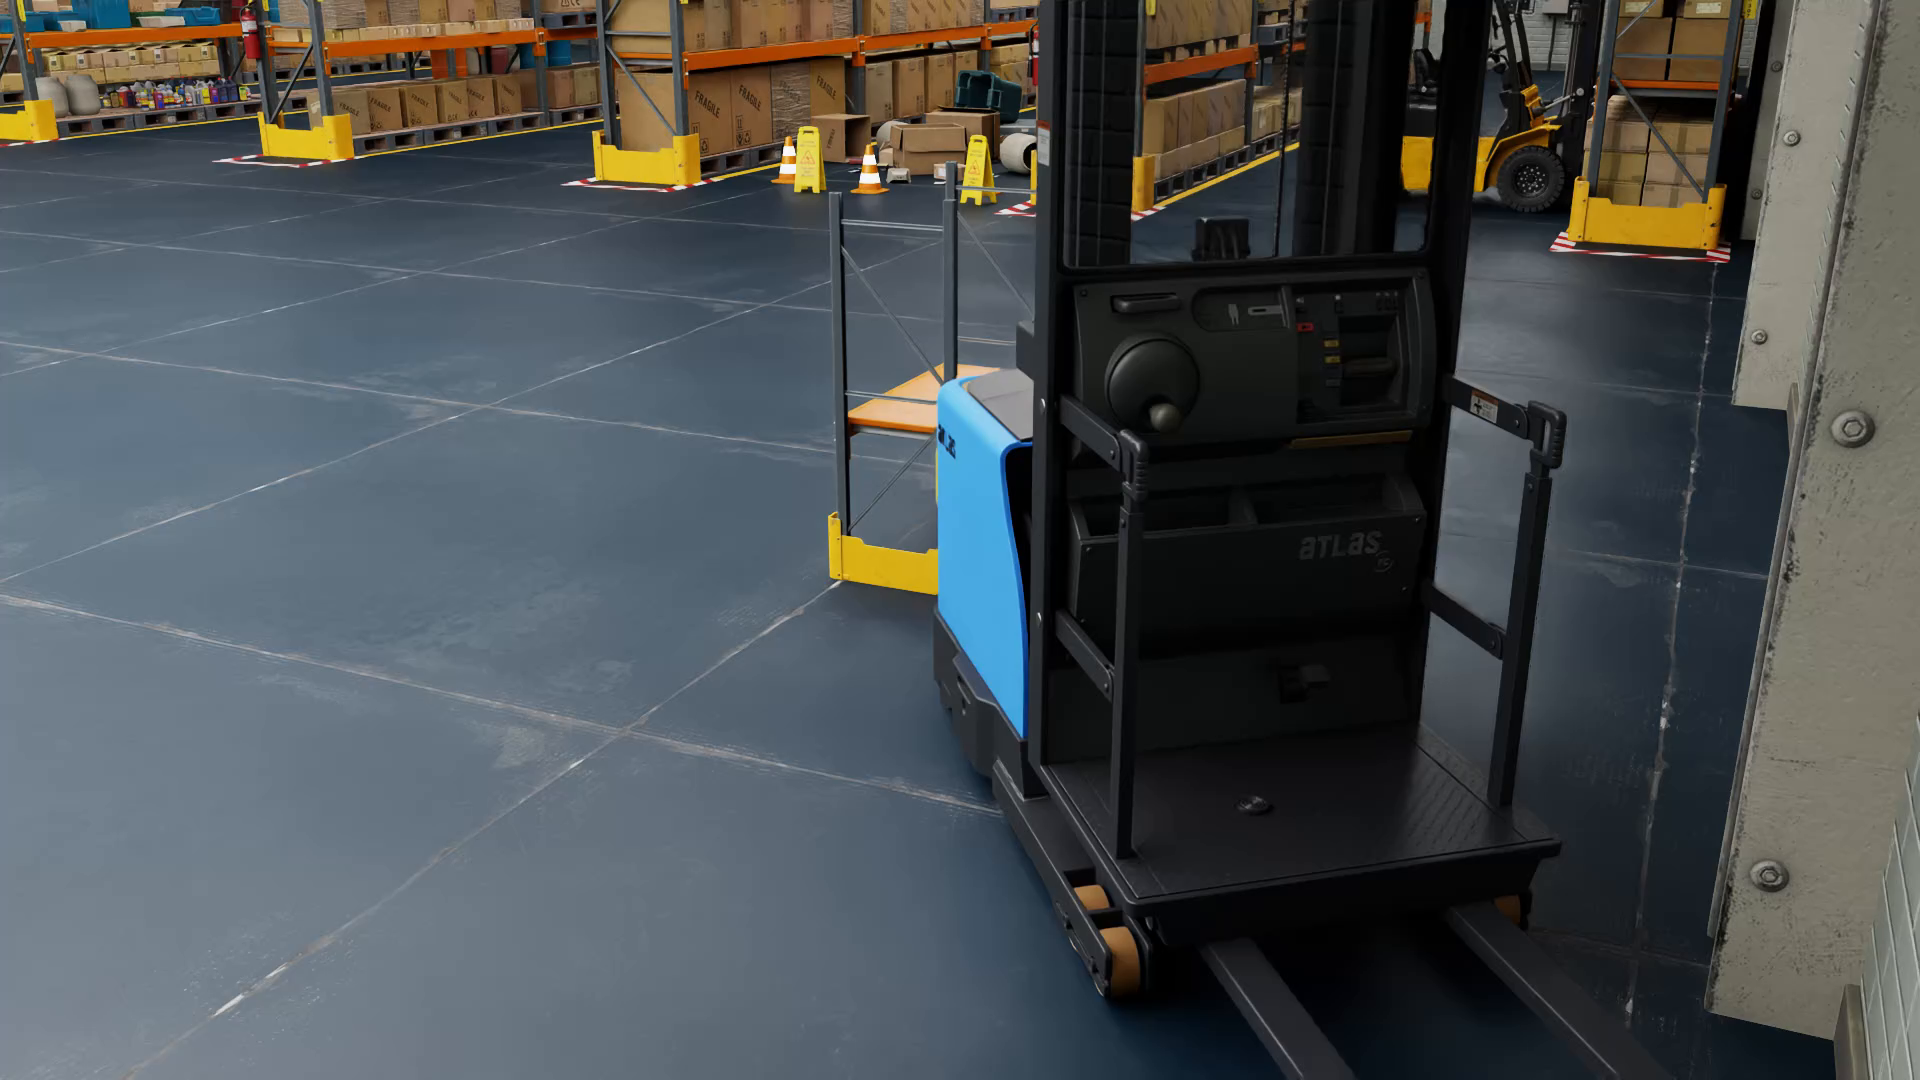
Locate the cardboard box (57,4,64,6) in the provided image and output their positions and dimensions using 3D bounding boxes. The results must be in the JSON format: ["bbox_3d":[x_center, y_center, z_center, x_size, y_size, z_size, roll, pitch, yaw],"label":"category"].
[{"bbox_3d":[-15.012,-8.787,27.401,0.396,0.266,0.258,8,21,21],"label":"cardboard box"}]

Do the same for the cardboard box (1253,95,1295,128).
[{"bbox_3d":[3.660,-5.390,20.942,0.950,0.372,0.625,9,22,24],"label":"cardboard box"}]

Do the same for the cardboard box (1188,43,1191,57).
[{"bbox_3d":[2.111,-4.964,16.824,0.380,0.149,0.250,9,22,25],"label":"cardboard box"}]

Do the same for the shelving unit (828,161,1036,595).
[{"bbox_3d":[-0.031,-0.683,6.652,0.587,1.500,1.083,9,21,23],"label":"shelving unit"}]

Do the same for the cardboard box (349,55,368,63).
[{"bbox_3d":[-12.079,-9.691,32.817,0.500,0.500,0.500,9,21,23],"label":"cardboard box"}]

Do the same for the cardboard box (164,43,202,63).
[{"bbox_3d":[-13.763,-8.592,29.292,0.500,0.311,0.500,8,21,22],"label":"cardboard box"}]

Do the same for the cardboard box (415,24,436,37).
[{"bbox_3d":[-6.769,-6.354,20.735,0.380,0.149,0.250,9,21,23],"label":"cardboard box"}]

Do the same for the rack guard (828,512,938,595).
[{"bbox_3d":[-0.235,0.058,6.433,0.587,0.250,0.087,9,21,23],"label":"rack guard"}]

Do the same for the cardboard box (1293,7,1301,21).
[{"bbox_3d":[3.947,-6.436,20.337,0.380,0.149,0.250,9,22,25],"label":"cardboard box"}]

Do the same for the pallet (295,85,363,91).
[{"bbox_3d":[-9.902,-7.181,26.847,1.003,0.211,1.213,9,21,23],"label":"pallet"}]

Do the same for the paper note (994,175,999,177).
[{"bbox_3d":[0.399,-3.955,18.075,0.032,0.001,0.123,9,21,23],"label":"paper note"}]

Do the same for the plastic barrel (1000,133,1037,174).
[{"bbox_3d":[0.700,-4.239,18.256,0.421,0.421,0.512,-9,22,-24],"label":"plastic barrel"}]

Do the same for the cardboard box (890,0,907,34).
[{"bbox_3d":[-1.017,-6.810,21.492,0.500,0.500,0.500,9,21,23],"label":"cardboard box"}]

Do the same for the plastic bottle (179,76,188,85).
[{"bbox_3d":[-11.396,-6.645,24.474,0.144,0.351,0.185,9,22,24],"label":"plastic bottle"}]

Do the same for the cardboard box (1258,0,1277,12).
[{"bbox_3d":[3.327,-6.325,19.058,0.500,0.500,0.500,9,22,24],"label":"cardboard box"}]

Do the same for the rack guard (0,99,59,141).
[{"bbox_3d":[-12.336,-5.505,21.701,1.175,0.500,0.348,9,21,23],"label":"rack guard"}]

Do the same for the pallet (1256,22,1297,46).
[{"bbox_3d":[3.319,-5.960,19.536,1.003,0.211,1.213,9,21,23],"label":"pallet"}]

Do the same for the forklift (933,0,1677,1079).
[{"bbox_3d":[0.779,-0.443,3.840,1.130,2.935,3.031,-5,20,-14],"label":"forklift"}]

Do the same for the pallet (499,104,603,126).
[{"bbox_3d":[-5.850,-6.120,23.863,1.003,0.211,1.213,9,21,23],"label":"pallet"}]

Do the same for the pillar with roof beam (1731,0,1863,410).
[{"bbox_3d":[0.488,-5.606,9.302,9.100,9.000,0.400,9,21,23],"label":"pillar with roof beam"}]

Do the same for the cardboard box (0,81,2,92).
[{"bbox_3d":[-15.408,-7.136,26.033,0.500,0.250,0.500,9,21,23],"label":"cardboard box"}]

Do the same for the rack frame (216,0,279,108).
[{"bbox_3d":[-10.687,-7.876,24.637,1.000,3.000,0.127,9,21,23],"label":"rack frame"}]

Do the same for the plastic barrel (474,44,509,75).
[{"bbox_3d":[-8.401,-8.657,29.807,0.600,0.588,0.708,9,21,23],"label":"plastic barrel"}]

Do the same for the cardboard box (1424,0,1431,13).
[{"bbox_3d":[7.831,-9.368,28.684,0.500,0.500,0.500,9,21,23],"label":"cardboard box"}]

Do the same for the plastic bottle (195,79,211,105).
[{"bbox_3d":[-10.898,-6.441,23.900,0.144,0.351,0.185,8,21,22],"label":"plastic bottle"}]

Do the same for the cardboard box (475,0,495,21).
[{"bbox_3d":[-6.645,-7.106,21.881,0.875,0.500,0.500,9,21,23],"label":"cardboard box"}]

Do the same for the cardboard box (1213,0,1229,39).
[{"bbox_3d":[2.505,-5.536,17.466,0.500,0.500,0.500,9,22,24],"label":"cardboard box"}]

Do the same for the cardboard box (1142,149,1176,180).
[{"bbox_3d":[1.818,-3.724,16.442,0.500,0.250,0.500,8,21,22],"label":"cardboard box"}]

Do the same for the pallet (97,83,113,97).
[{"bbox_3d":[-14.938,-7.473,27.667,1.003,0.211,1.213,9,21,23],"label":"pallet"}]

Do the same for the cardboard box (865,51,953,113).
[{"bbox_3d":[-0.733,-6.404,23.229,1.050,0.750,0.750,9,21,24],"label":"cardboard box"}]

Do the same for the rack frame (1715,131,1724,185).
[{"bbox_3d":[7.403,-5.156,16.991,1.000,3.000,0.127,9,21,23],"label":"rack frame"}]

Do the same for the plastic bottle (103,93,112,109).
[{"bbox_3d":[-11.972,-6.163,23.342,0.097,0.201,0.097,0,20,0],"label":"plastic bottle"}]

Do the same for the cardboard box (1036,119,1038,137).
[{"bbox_3d":[1.193,-4.519,18.925,0.500,0.500,0.500,-9,22,-24],"label":"cardboard box"}]

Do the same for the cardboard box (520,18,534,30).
[{"bbox_3d":[-5.988,-6.972,22.470,0.380,0.149,0.250,9,21,23],"label":"cardboard box"}]

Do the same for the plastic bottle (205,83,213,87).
[{"bbox_3d":[-10.911,-6.517,24.226,0.152,0.276,0.135,9,21,23],"label":"plastic bottle"}]

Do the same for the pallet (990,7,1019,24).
[{"bbox_3d":[0.148,-7.849,24.850,1.213,0.211,1.003,9,21,23],"label":"pallet"}]

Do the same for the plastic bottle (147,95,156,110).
[{"bbox_3d":[-11.255,-6.085,23.121,0.097,0.201,0.097,0,20,0],"label":"plastic bottle"}]

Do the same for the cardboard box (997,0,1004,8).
[{"bbox_3d":[0.431,-7.978,24.673,0.380,0.149,0.250,10,22,25],"label":"cardboard box"}]

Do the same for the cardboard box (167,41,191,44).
[{"bbox_3d":[-14.048,-8.826,29.950,0.500,0.311,0.500,9,22,25],"label":"cardboard box"}]

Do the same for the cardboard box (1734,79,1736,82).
[{"bbox_3d":[9.897,-6.056,21.658,0.380,0.149,0.250,8,21,20],"label":"cardboard box"}]

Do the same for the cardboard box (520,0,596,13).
[{"bbox_3d":[-5.715,-7.900,23.184,1.000,1.000,1.000,9,21,23],"label":"cardboard box"}]

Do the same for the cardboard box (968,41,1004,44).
[{"bbox_3d":[0.414,-7.635,25.945,0.500,0.250,0.500,9,22,24],"label":"cardboard box"}]

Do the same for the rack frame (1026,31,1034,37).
[{"bbox_3d":[1.592,-8.930,27.602,1.000,3.000,0.127,9,21,23],"label":"rack frame"}]

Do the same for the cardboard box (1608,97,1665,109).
[{"bbox_3d":[6.507,-4.116,16.051,0.500,0.250,0.500,9,22,25],"label":"cardboard box"}]

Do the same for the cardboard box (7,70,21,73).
[{"bbox_3d":[-15.299,-7.625,27.410,0.500,0.250,0.500,8,21,22],"label":"cardboard box"}]

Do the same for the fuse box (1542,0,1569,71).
[{"bbox_3d":[11.932,-10.292,33.354,0.539,1.711,0.414,9,21,23],"label":"fuse box"}]

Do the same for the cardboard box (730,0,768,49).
[{"bbox_3d":[-2.662,-5.777,18.513,0.875,0.550,0.550,9,21,23],"label":"cardboard box"}]

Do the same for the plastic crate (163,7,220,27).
[{"bbox_3d":[-10.892,-7.430,23.606,0.499,0.251,0.616,9,21,23],"label":"plastic crate"}]

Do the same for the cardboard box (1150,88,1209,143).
[{"bbox_3d":[2.250,-4.398,17.216,0.500,0.500,0.500,9,21,24],"label":"cardboard box"}]

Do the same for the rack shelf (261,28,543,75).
[{"bbox_3d":[-6.987,-6.246,21.128,1.077,0.370,4.000,9,21,23],"label":"rack shelf"}]

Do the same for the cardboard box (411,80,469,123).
[{"bbox_3d":[-6.778,-5.723,21.687,0.500,0.500,0.500,7,21,18],"label":"cardboard box"}]

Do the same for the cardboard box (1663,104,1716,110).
[{"bbox_3d":[6.767,-3.888,15.410,0.500,0.250,0.500,8,21,22],"label":"cardboard box"}]

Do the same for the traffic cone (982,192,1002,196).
[{"bbox_3d":[0.234,-3.727,16.757,0.336,0.463,0.334,9,21,23],"label":"traffic cone"}]

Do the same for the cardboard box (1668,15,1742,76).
[{"bbox_3d":[6.414,-4.256,14.311,0.500,0.500,0.500,9,22,24],"label":"cardboard box"}]

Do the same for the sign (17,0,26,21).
[{"bbox_3d":[-11.824,-6.706,20.937,0.100,0.325,0.005,9,21,23],"label":"sign"}]

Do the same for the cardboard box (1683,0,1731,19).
[{"bbox_3d":[6.141,-4.354,13.619,0.380,0.149,0.250,8,21,21],"label":"cardboard box"}]
